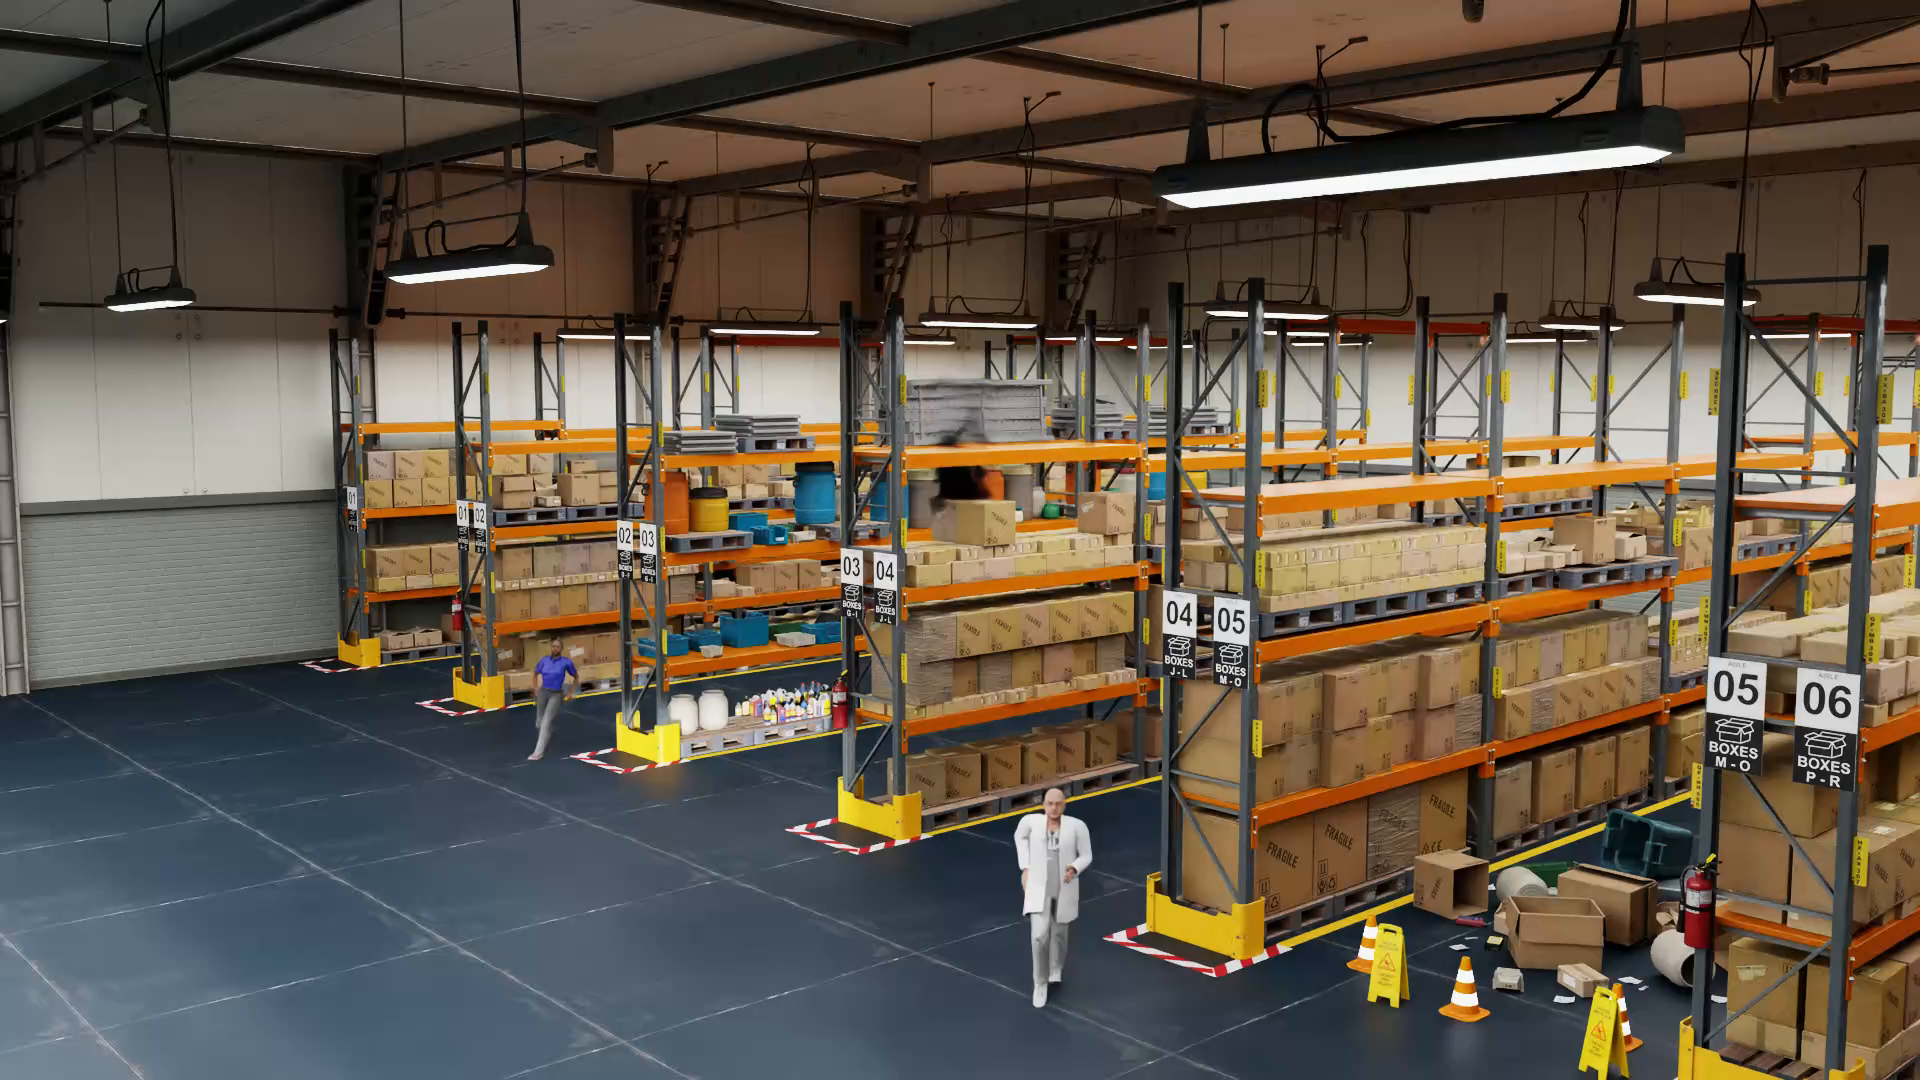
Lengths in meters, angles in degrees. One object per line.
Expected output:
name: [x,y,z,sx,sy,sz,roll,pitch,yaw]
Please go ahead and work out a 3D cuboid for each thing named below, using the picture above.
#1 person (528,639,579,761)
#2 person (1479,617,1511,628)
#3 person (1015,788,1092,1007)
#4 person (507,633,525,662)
person: [-5.516,2.136,22.592,0.638,1.602,0.803,1,6,6]
person: [7.961,1.856,24.710,0.711,1.764,0.923,6,8,44]
person: [0.776,2.941,13.816,0.632,1.820,0.915,0,6,0]
person: [-7.786,1.411,28.759,0.660,1.823,0.903,4,7,37]
